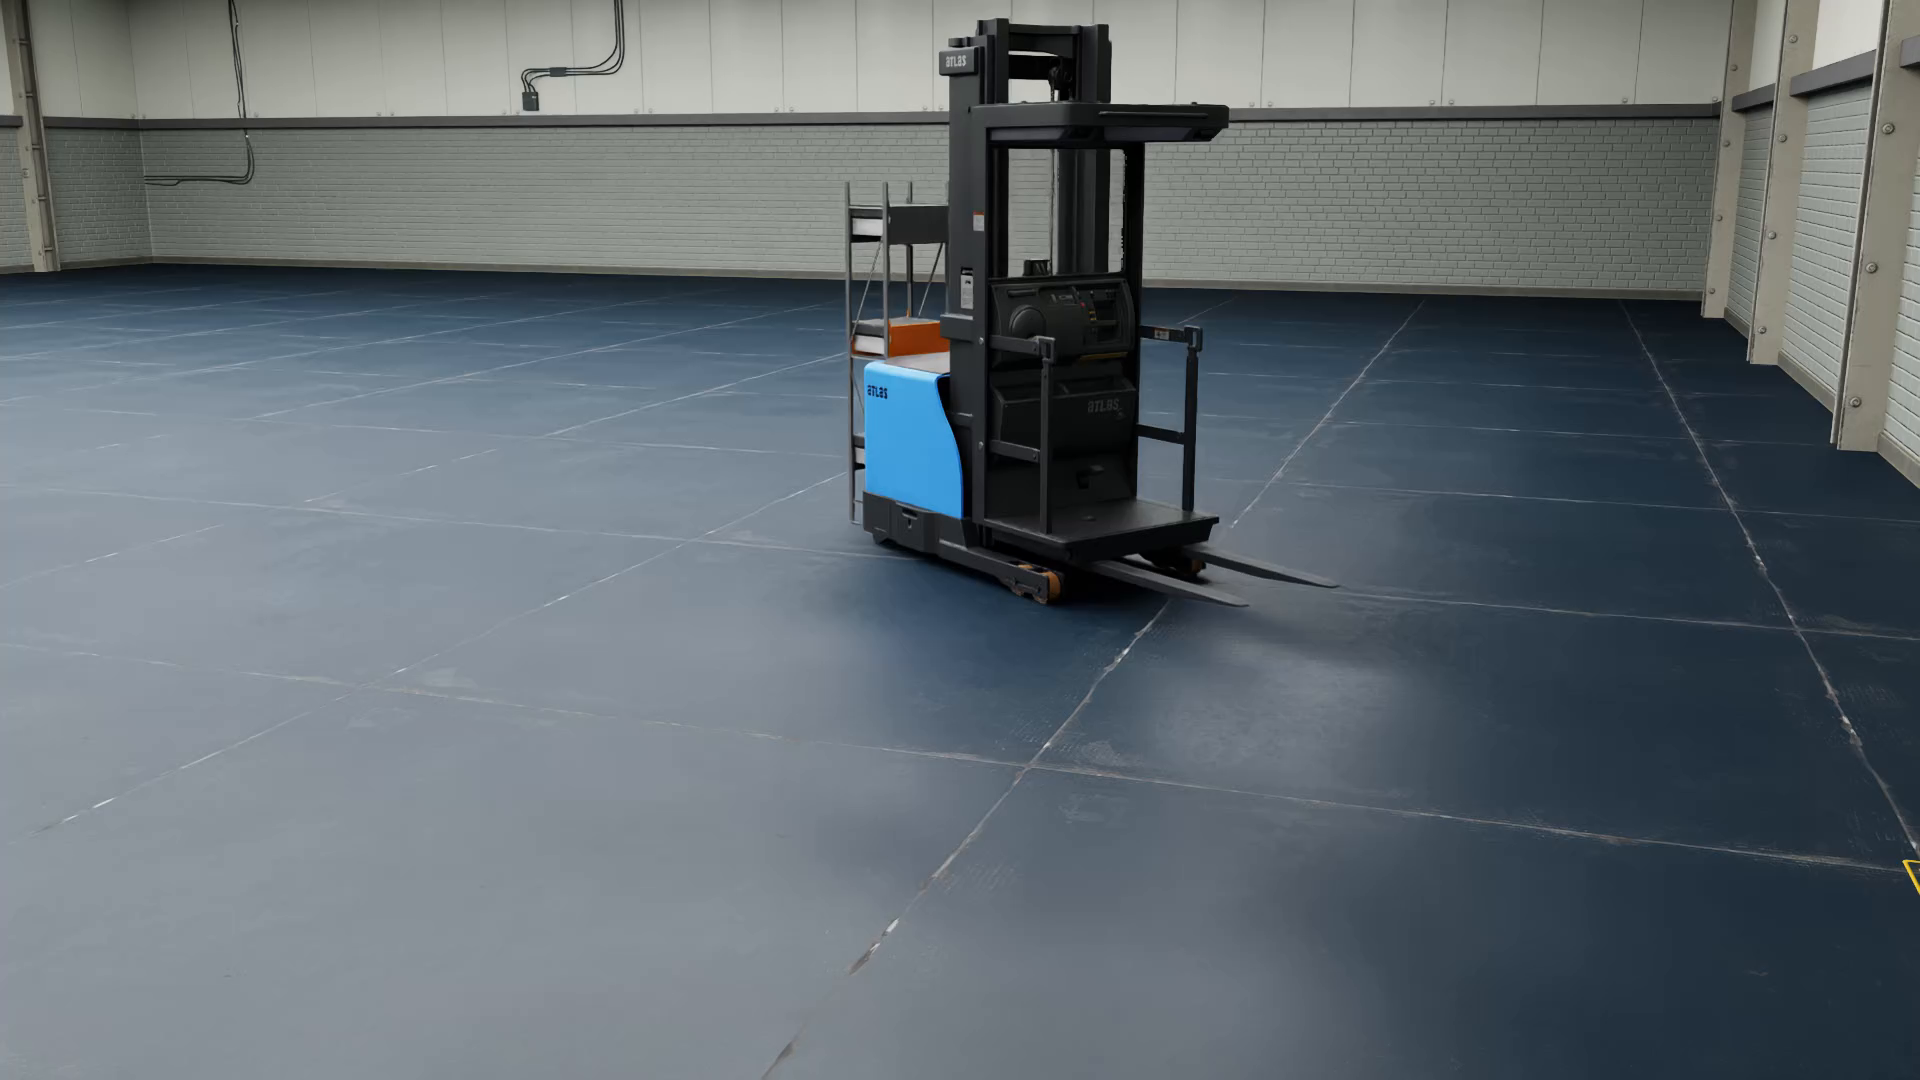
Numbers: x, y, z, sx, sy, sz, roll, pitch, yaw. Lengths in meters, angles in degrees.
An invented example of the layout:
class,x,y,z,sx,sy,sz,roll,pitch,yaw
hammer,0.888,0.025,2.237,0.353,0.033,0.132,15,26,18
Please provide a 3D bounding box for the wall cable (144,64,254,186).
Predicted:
class,x,y,z,sx,sy,sz,roll,pitch,yaw
wall cable,-16.589,-8.934,35.887,3.097,2.526,0.112,4,14,18

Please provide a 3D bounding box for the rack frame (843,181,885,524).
class,x,y,z,sx,sy,sz,roll,pitch,yaw
rack frame,-0.577,-1.104,10.106,0.015,2.100,0.400,-10,16,-37

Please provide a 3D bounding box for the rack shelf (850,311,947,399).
class,x,y,z,sx,sy,sz,roll,pitch,yaw
rack shelf,-0.386,-1.125,10.257,0.480,0.518,0.431,-10,16,-37

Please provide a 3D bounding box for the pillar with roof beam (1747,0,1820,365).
class,x,y,z,sx,sy,sz,roll,pitch,yaw
pillar with roof beam,4.997,-6.702,19.128,9.100,9.000,0.400,4,14,18

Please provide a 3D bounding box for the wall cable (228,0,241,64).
class,x,y,z,sx,sy,sz,roll,pitch,yaw
wall cable,-14.029,-11.202,34.472,3.097,2.526,0.112,4,14,18

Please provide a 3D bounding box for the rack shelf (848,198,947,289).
class,x,y,z,sx,sy,sz,roll,pitch,yaw
rack shelf,-0.386,-1.807,10.102,0.480,0.518,0.431,-10,16,-37

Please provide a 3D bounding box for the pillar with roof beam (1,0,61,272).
class,x,y,z,sx,sy,sz,roll,pitch,yaw
pillar with roof beam,-14.720,-9.613,31.883,9.100,9.000,0.400,4,14,18

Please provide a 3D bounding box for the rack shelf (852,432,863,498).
class,x,y,z,sx,sy,sz,roll,pitch,yaw
rack shelf,-0.386,-0.442,10.413,0.480,0.518,0.431,-10,16,-37

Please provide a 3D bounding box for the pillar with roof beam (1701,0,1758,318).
class,x,y,z,sx,sy,sz,roll,pitch,yaw
pillar with roof beam,6.938,-7.965,24.663,9.100,9.000,0.400,4,14,18

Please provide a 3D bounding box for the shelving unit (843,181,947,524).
class,x,y,z,sx,sy,sz,roll,pitch,yaw
shelving unit,-0.386,-1.138,10.254,0.503,2.100,0.431,-10,16,-37

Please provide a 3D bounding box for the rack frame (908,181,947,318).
class,x,y,z,sx,sy,sz,roll,pitch,yaw
rack frame,-0.195,-1.172,10.403,0.015,2.100,0.400,-10,16,-37

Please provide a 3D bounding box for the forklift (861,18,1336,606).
class,x,y,z,sx,sy,sz,roll,pitch,yaw
forklift,0.672,-1.229,8.785,1.130,2.935,3.031,-9,16,-35

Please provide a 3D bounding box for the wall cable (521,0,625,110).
class,x,y,z,sx,sy,sz,roll,pitch,yaw
wall cable,-7.612,-11.419,32.154,2.305,6.003,0.169,4,14,18

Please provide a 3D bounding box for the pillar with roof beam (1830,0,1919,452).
class,x,y,z,sx,sy,sz,roll,pitch,yaw
pillar with roof beam,3.056,-5.439,13.593,9.100,9.000,0.400,4,14,18
